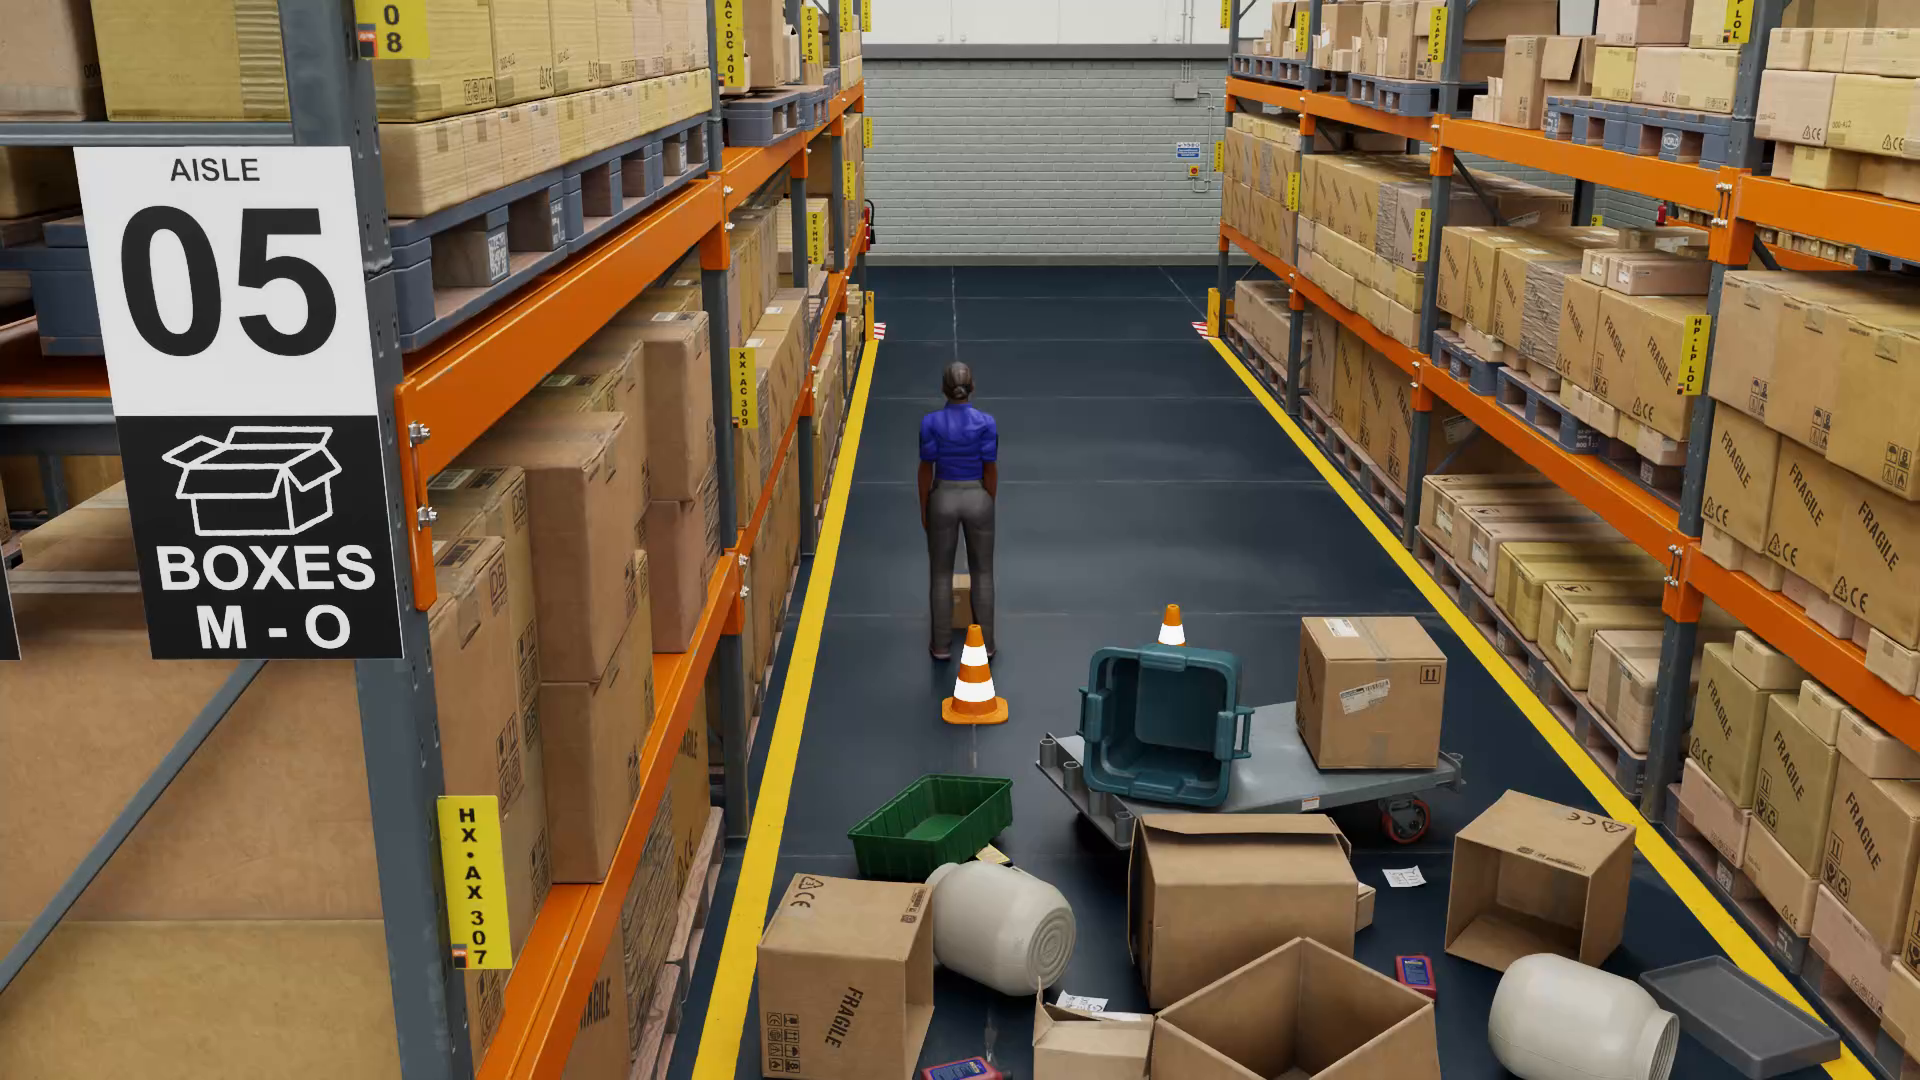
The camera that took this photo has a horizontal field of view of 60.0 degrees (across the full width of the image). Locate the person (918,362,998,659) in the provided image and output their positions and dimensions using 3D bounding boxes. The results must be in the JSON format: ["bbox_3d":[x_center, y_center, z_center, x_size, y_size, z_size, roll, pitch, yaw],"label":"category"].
[{"bbox_3d":[-0.012,-0.157,9.074,0.436,1.660,0.301,0,17,0],"label":"person"}]
